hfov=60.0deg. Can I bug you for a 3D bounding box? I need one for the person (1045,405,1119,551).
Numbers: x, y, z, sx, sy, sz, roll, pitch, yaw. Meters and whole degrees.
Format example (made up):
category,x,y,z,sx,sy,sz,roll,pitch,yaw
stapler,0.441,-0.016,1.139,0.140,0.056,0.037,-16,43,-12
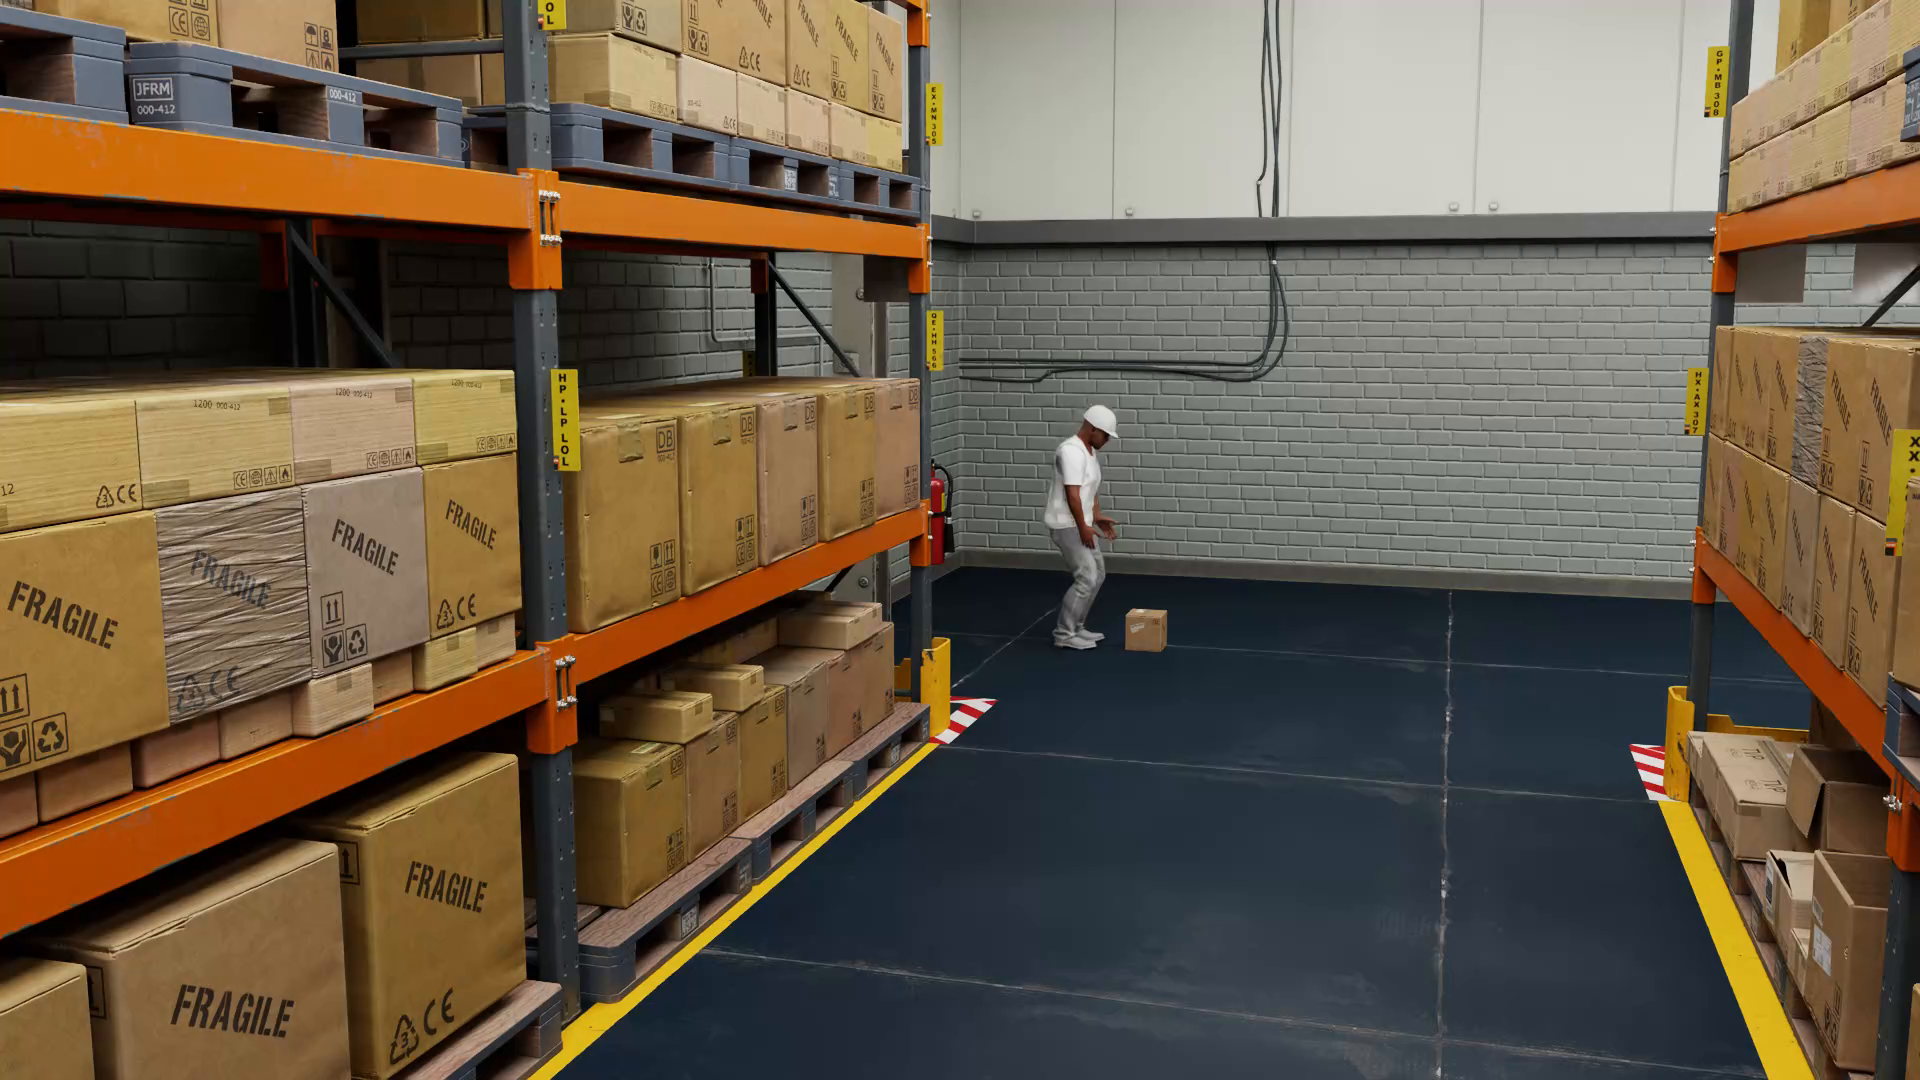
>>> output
category,x,y,z,sx,sy,sz,roll,pitch,yaw
person,0.862,-0.447,11.657,0.491,0.998,0.599,3,9,18
